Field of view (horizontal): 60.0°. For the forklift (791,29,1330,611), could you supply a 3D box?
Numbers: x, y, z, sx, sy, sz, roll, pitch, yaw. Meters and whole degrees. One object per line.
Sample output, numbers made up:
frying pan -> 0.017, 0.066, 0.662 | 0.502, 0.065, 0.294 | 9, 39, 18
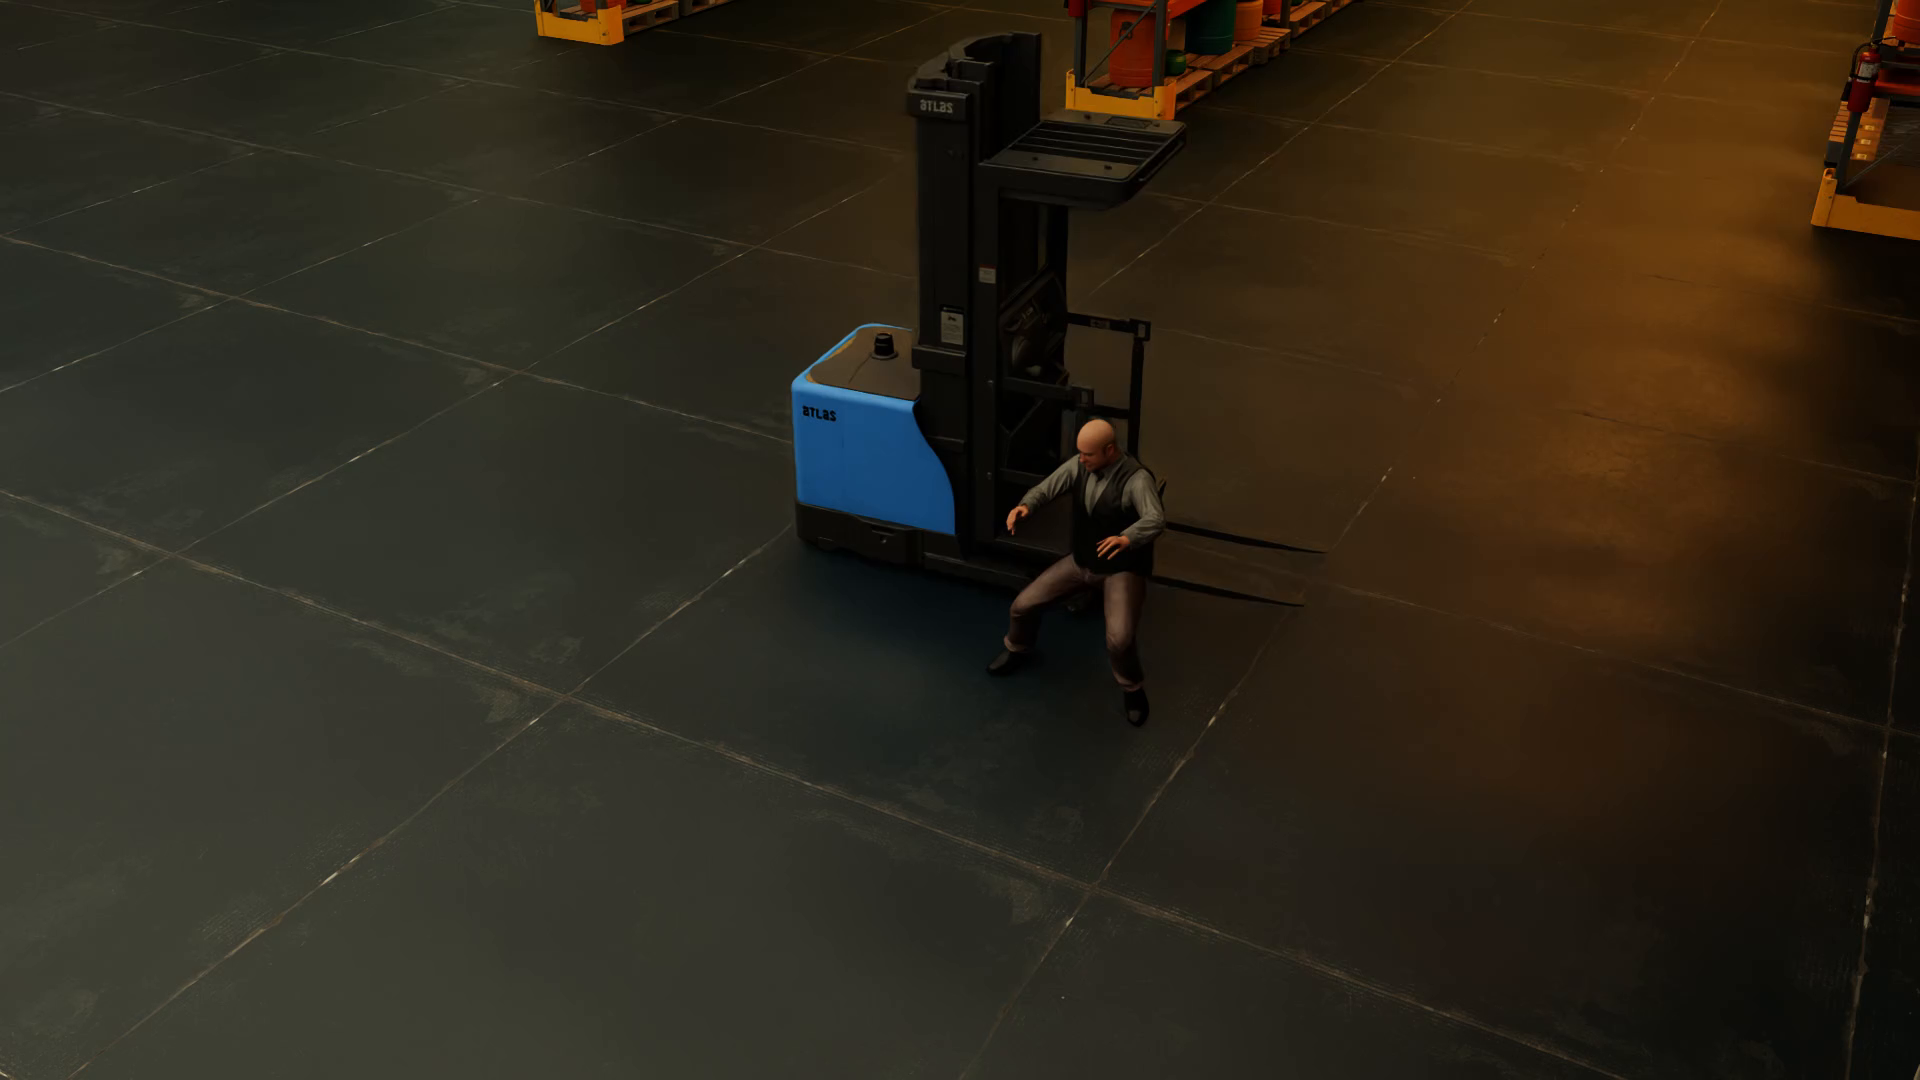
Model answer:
forklift -> 0.587, -1.173, 9.103 | 3.031, 2.935, 1.130 | 12, 32, 20

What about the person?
person -> 0.597, 0.130, 8.249 | 0.761, 1.511, 0.956 | -24, 38, -35
